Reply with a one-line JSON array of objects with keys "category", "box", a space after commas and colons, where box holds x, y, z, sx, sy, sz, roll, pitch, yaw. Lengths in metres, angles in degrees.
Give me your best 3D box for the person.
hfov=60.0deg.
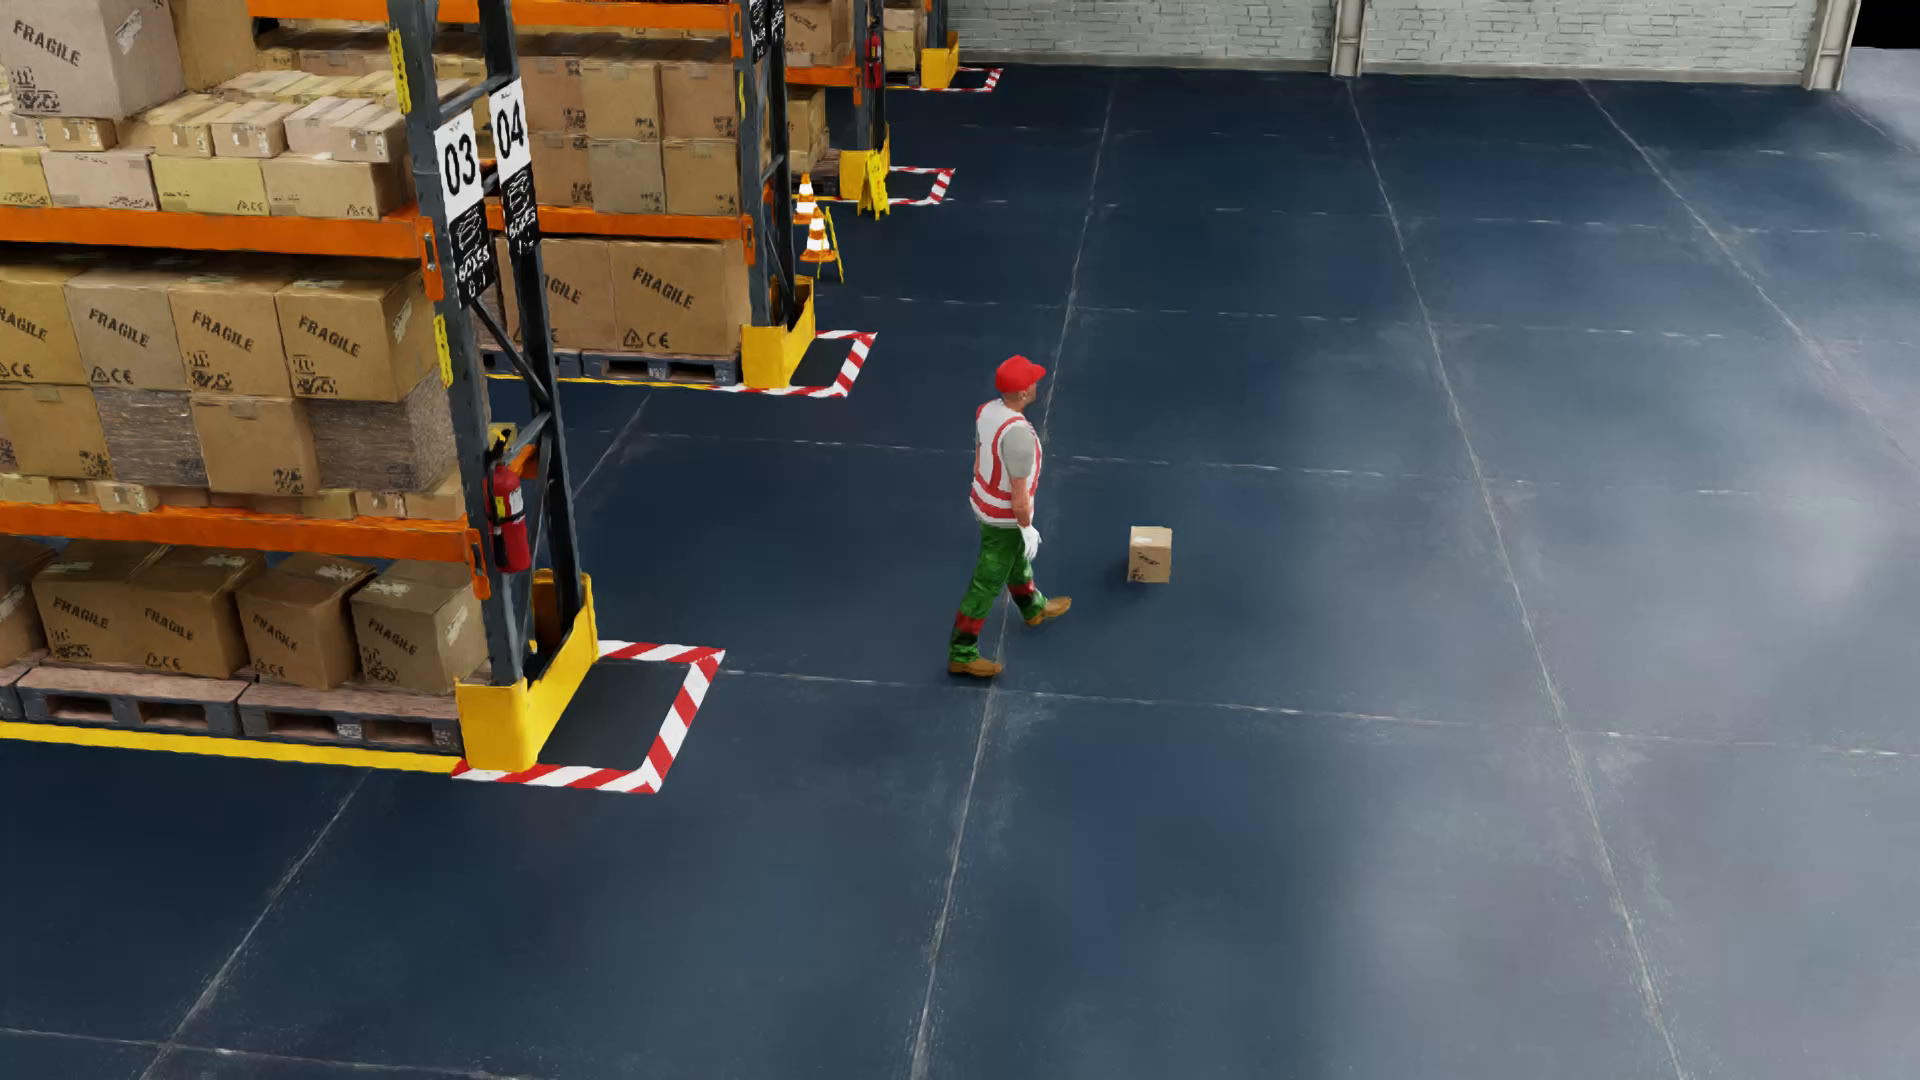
[{"category": "person", "box": [0.305, -0.174, 8.903, 0.837, 1.755, 0.632, -7, 29, -13]}]
